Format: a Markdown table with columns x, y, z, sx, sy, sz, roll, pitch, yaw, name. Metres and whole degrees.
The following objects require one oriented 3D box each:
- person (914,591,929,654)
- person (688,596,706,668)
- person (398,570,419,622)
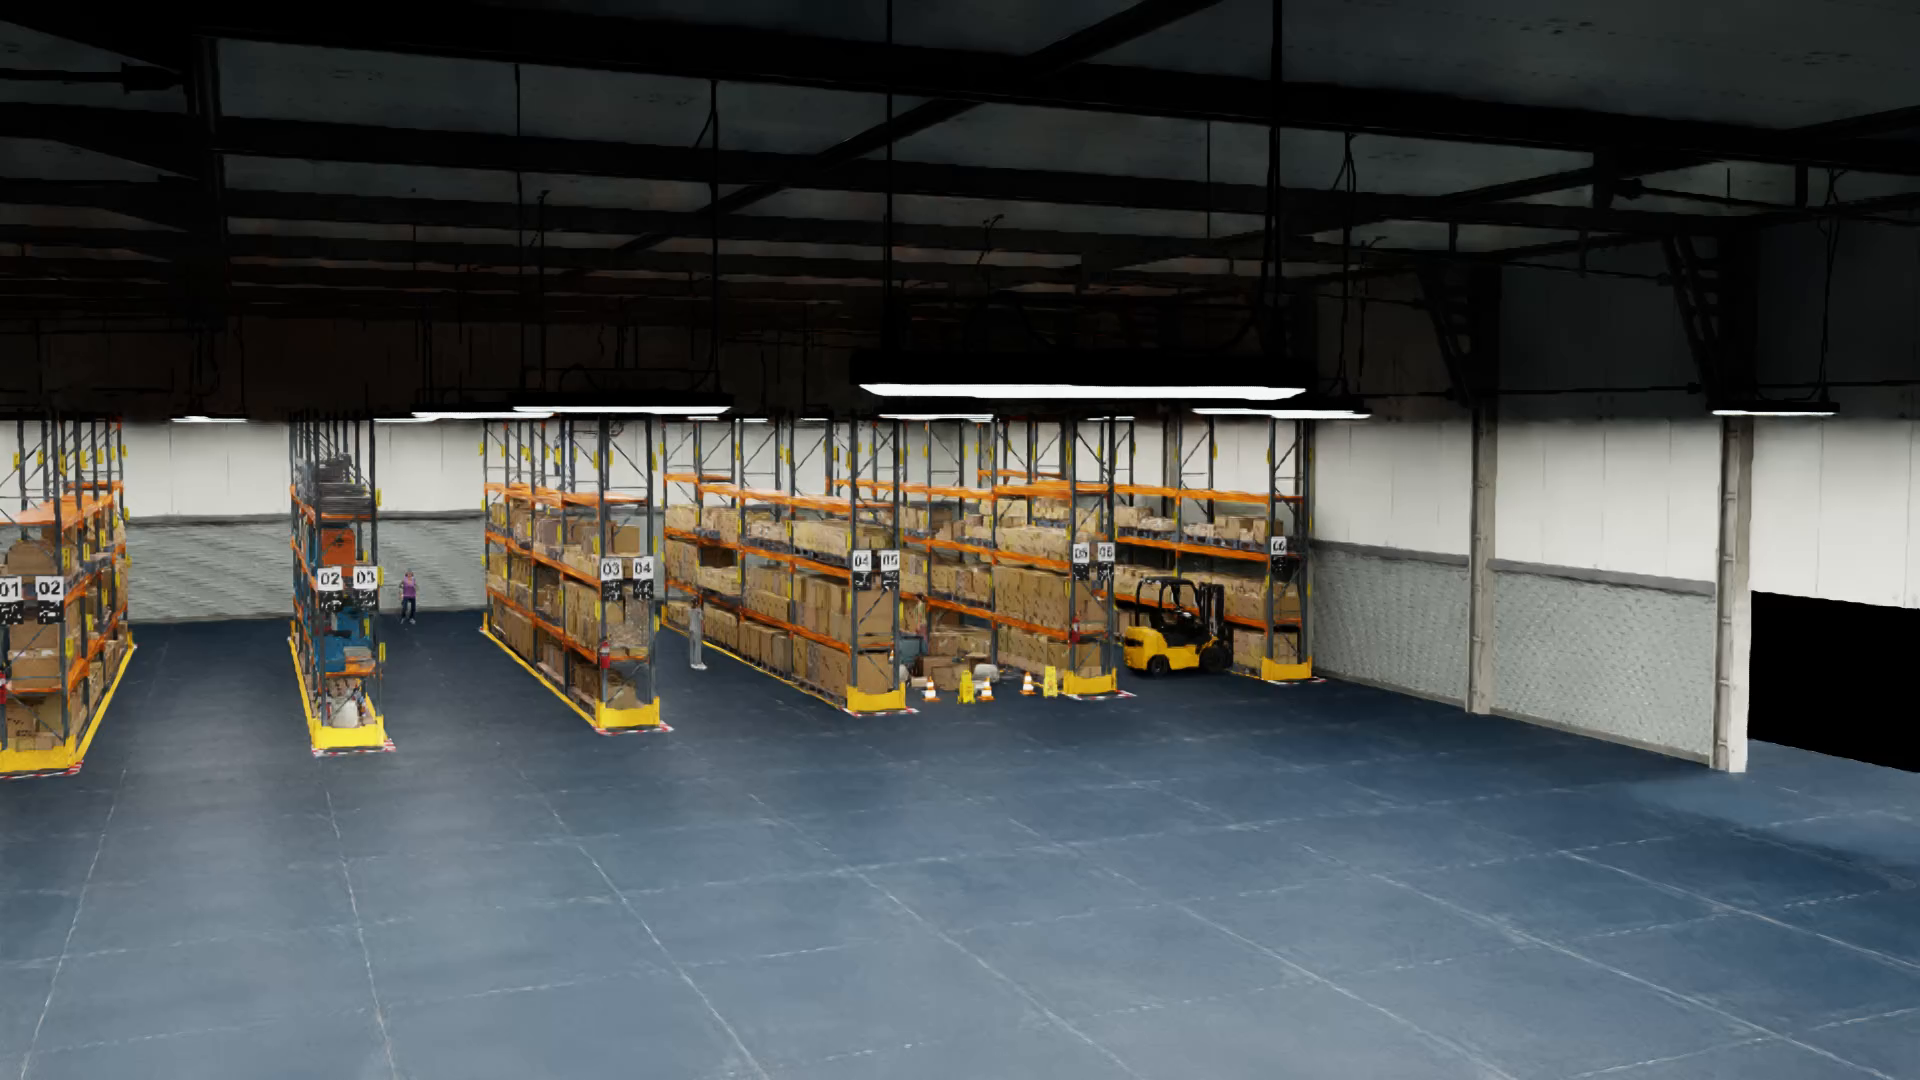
| x | y | z | sx | sy | sz | roll | pitch | yaw | name |
| --- | --- | --- | --- | --- | --- | --- | --- | --- | --- |
| -0.993 | 2.060 | 40.159 | 0.580 | 1.666 | 0.572 | 0 | 4 | 2 | person |
| -6.142 | 2.147 | 38.922 | 0.496 | 1.675 | 0.441 | 3 | 5 | 36 | person |
| -15.853 | 1.620 | 47.808 | 0.566 | 1.526 | 0.519 | -2 | 4 | -26 | person |
